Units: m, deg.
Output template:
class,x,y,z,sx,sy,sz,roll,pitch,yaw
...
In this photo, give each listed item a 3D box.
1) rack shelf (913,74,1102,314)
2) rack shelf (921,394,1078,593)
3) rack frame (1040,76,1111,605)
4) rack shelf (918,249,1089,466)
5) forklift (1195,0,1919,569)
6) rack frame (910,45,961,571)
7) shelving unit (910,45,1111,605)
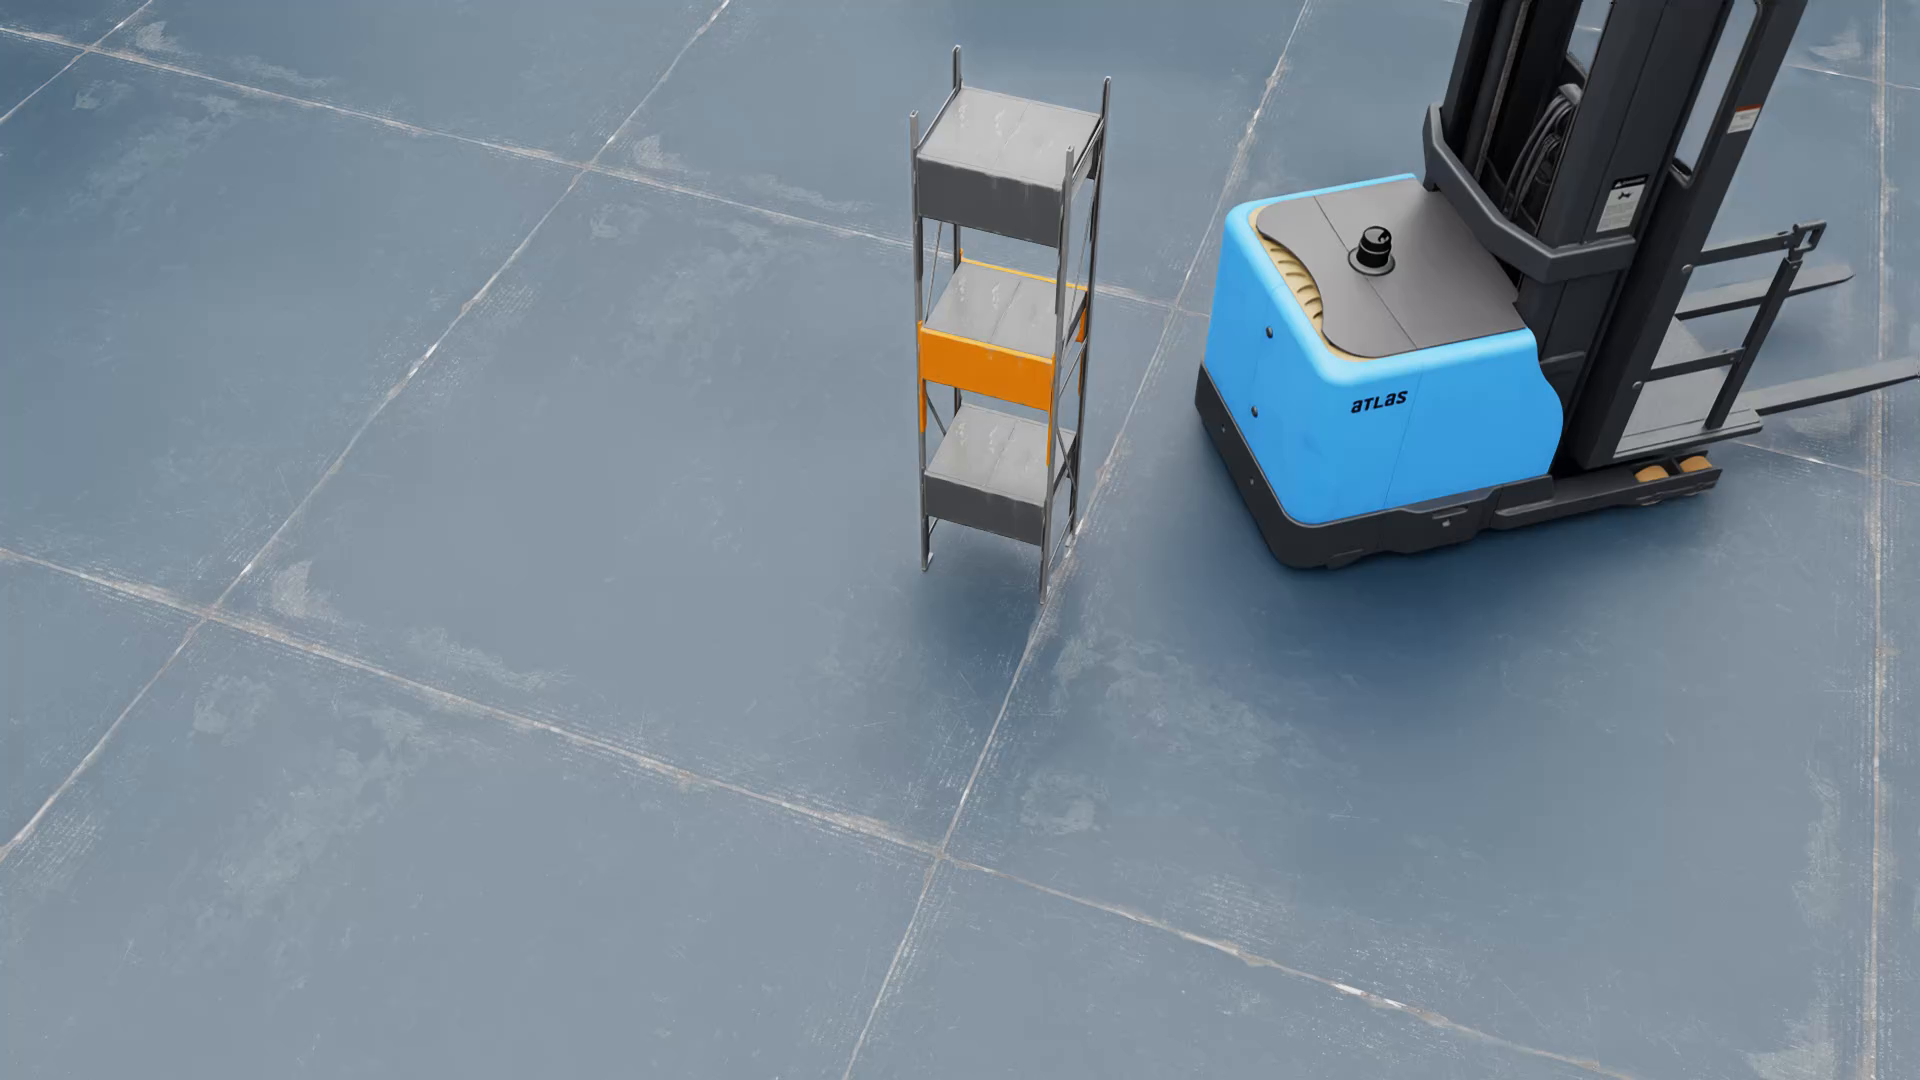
class,x,y,z,sx,sy,sz,roll,pitch,yaw
rack shelf,0.155,-1.094,5.267,0.480,0.518,0.431,16,51,13
rack shelf,0.155,-0.177,6.325,0.480,0.518,0.431,16,51,13
rack frame,0.384,-0.580,5.730,0.015,2.100,0.400,16,51,13
rack shelf,0.155,-0.635,5.796,0.480,0.518,0.431,16,51,13
forklift,2.566,-1.475,5.956,3.031,2.935,1.130,-12,50,-10
rack frame,-0.074,-0.708,5.841,0.015,2.100,0.400,16,51,13
shelving unit,0.155,-0.644,5.786,0.503,2.100,0.431,16,51,13
